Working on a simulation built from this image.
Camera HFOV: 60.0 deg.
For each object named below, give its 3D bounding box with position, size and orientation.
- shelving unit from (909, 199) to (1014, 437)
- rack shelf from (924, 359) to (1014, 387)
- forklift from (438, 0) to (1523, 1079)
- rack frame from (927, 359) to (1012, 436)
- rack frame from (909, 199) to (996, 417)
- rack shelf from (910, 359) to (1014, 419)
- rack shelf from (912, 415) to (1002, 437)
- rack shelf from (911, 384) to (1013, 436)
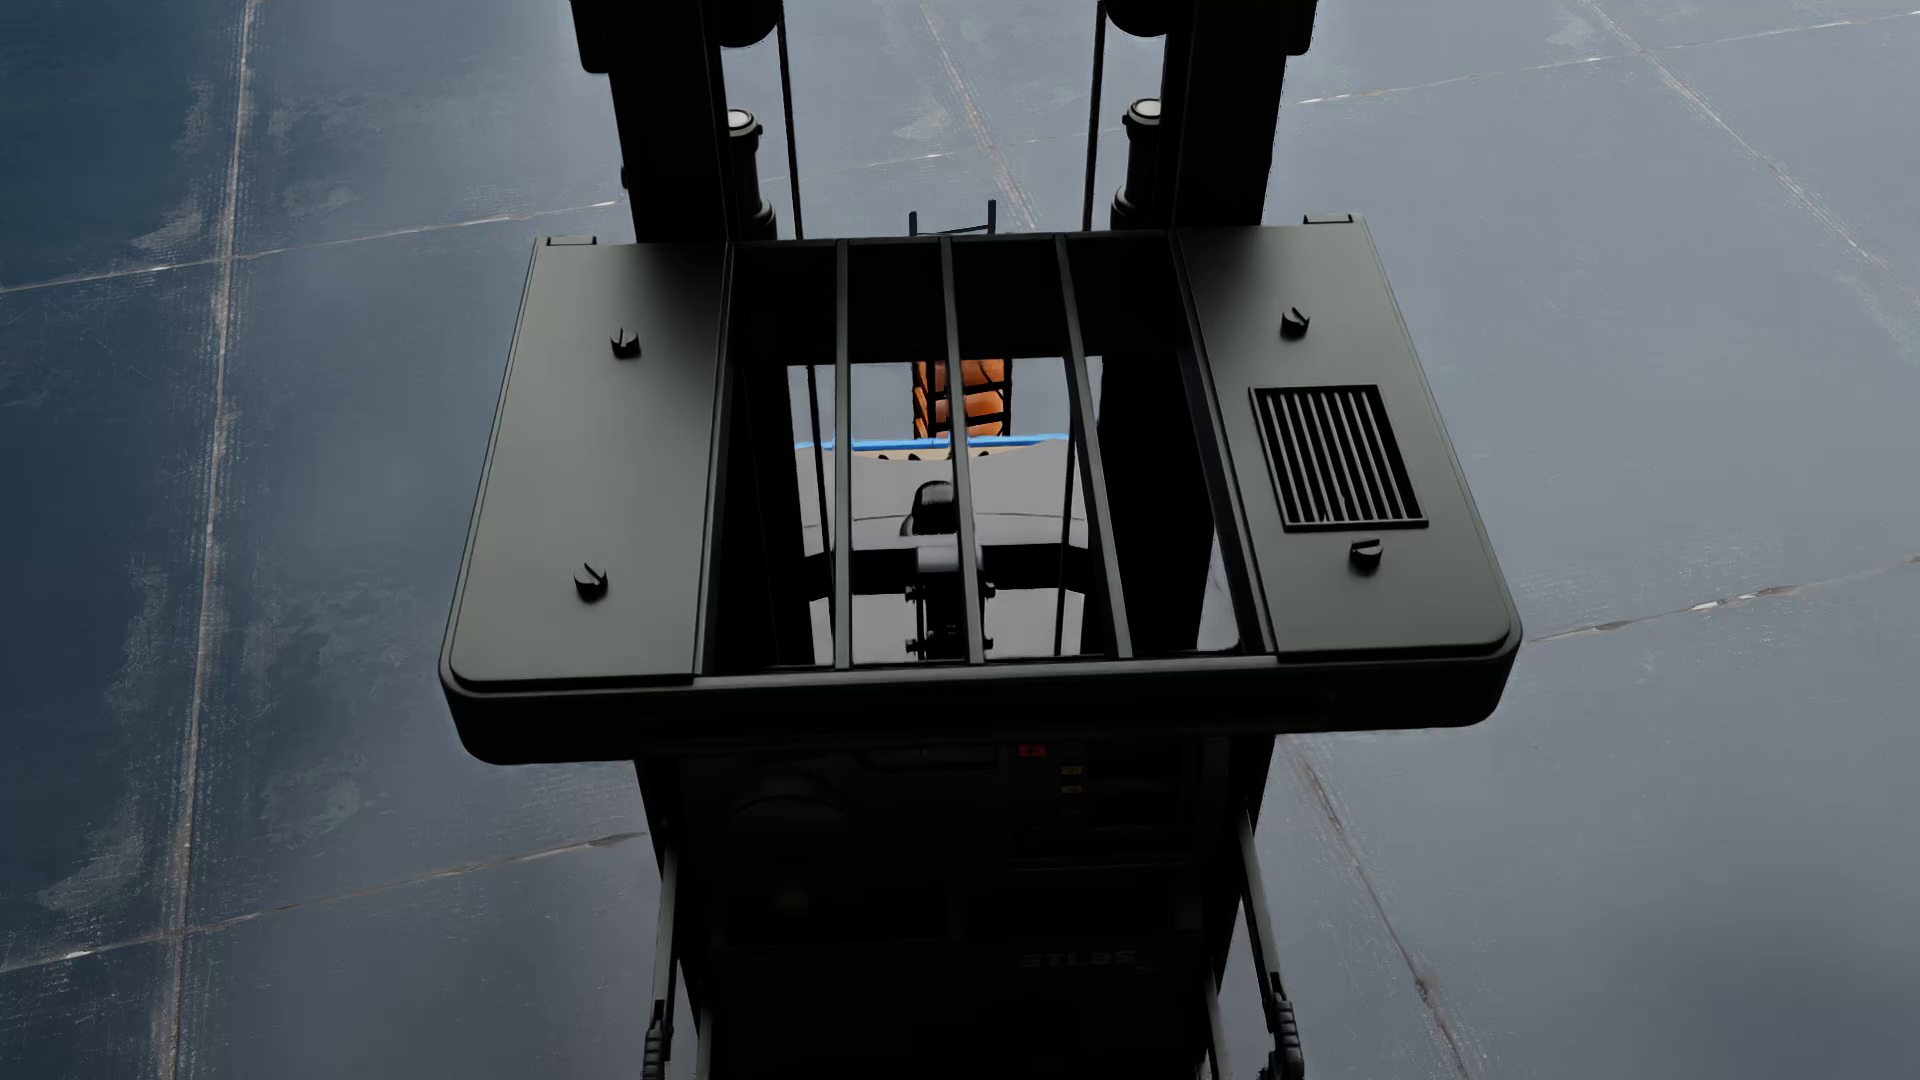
[{"bbox_3d":[0.004,-0.410,4.812,0.258,1.200,0.189,-11,47,-10],"label":"shelving unit"},{"bbox_3d":[0.004,-0.547,4.672,0.258,0.103,0.180,-11,47,-10],"label":"rack shelf"},{"bbox_3d":[0.006,0.526,2.682,1.130,2.935,3.031,-2,46,-2],"label":"forklift"},{"bbox_3d":[0.027,-0.347,4.750,0.240,1.200,0.006,-11,47,-10],"label":"rack frame"},{"bbox_3d":[-0.020,-0.473,4.874,0.240,1.200,0.006,-11,47,-10],"label":"rack frame"},{"bbox_3d":[0.004,-0.463,4.758,0.258,0.103,0.180,-11,47,-10],"label":"rack shelf"},{"bbox_3d":[0.004,-0.295,4.929,0.258,0.103,0.180,-11,47,-10],"label":"rack shelf"},{"bbox_3d":[0.004,-0.379,4.843,0.258,0.103,0.180,-11,47,-10],"label":"rack shelf"}]
